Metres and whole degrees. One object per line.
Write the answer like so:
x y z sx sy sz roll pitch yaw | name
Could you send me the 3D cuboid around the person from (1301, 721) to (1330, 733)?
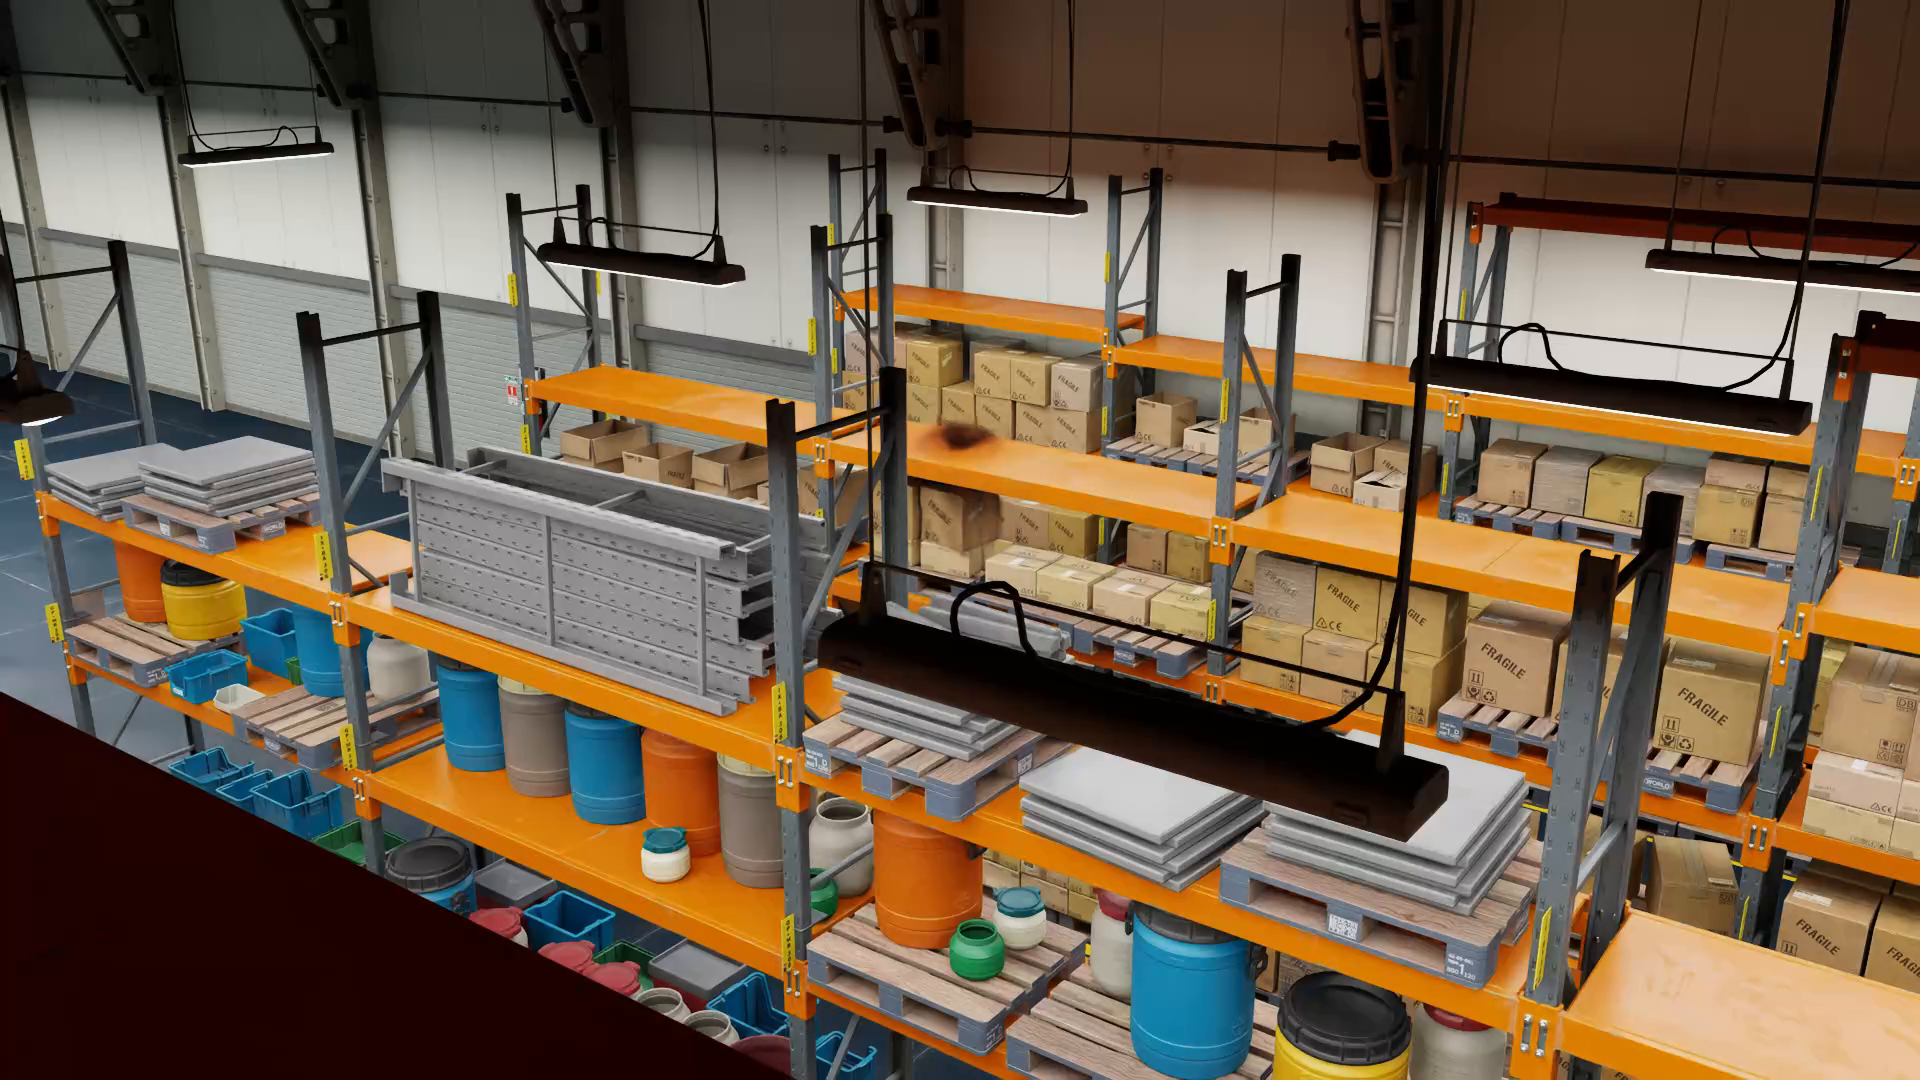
3.191 2.302 15.506 1.006 1.654 0.632 13 23 35 | person
